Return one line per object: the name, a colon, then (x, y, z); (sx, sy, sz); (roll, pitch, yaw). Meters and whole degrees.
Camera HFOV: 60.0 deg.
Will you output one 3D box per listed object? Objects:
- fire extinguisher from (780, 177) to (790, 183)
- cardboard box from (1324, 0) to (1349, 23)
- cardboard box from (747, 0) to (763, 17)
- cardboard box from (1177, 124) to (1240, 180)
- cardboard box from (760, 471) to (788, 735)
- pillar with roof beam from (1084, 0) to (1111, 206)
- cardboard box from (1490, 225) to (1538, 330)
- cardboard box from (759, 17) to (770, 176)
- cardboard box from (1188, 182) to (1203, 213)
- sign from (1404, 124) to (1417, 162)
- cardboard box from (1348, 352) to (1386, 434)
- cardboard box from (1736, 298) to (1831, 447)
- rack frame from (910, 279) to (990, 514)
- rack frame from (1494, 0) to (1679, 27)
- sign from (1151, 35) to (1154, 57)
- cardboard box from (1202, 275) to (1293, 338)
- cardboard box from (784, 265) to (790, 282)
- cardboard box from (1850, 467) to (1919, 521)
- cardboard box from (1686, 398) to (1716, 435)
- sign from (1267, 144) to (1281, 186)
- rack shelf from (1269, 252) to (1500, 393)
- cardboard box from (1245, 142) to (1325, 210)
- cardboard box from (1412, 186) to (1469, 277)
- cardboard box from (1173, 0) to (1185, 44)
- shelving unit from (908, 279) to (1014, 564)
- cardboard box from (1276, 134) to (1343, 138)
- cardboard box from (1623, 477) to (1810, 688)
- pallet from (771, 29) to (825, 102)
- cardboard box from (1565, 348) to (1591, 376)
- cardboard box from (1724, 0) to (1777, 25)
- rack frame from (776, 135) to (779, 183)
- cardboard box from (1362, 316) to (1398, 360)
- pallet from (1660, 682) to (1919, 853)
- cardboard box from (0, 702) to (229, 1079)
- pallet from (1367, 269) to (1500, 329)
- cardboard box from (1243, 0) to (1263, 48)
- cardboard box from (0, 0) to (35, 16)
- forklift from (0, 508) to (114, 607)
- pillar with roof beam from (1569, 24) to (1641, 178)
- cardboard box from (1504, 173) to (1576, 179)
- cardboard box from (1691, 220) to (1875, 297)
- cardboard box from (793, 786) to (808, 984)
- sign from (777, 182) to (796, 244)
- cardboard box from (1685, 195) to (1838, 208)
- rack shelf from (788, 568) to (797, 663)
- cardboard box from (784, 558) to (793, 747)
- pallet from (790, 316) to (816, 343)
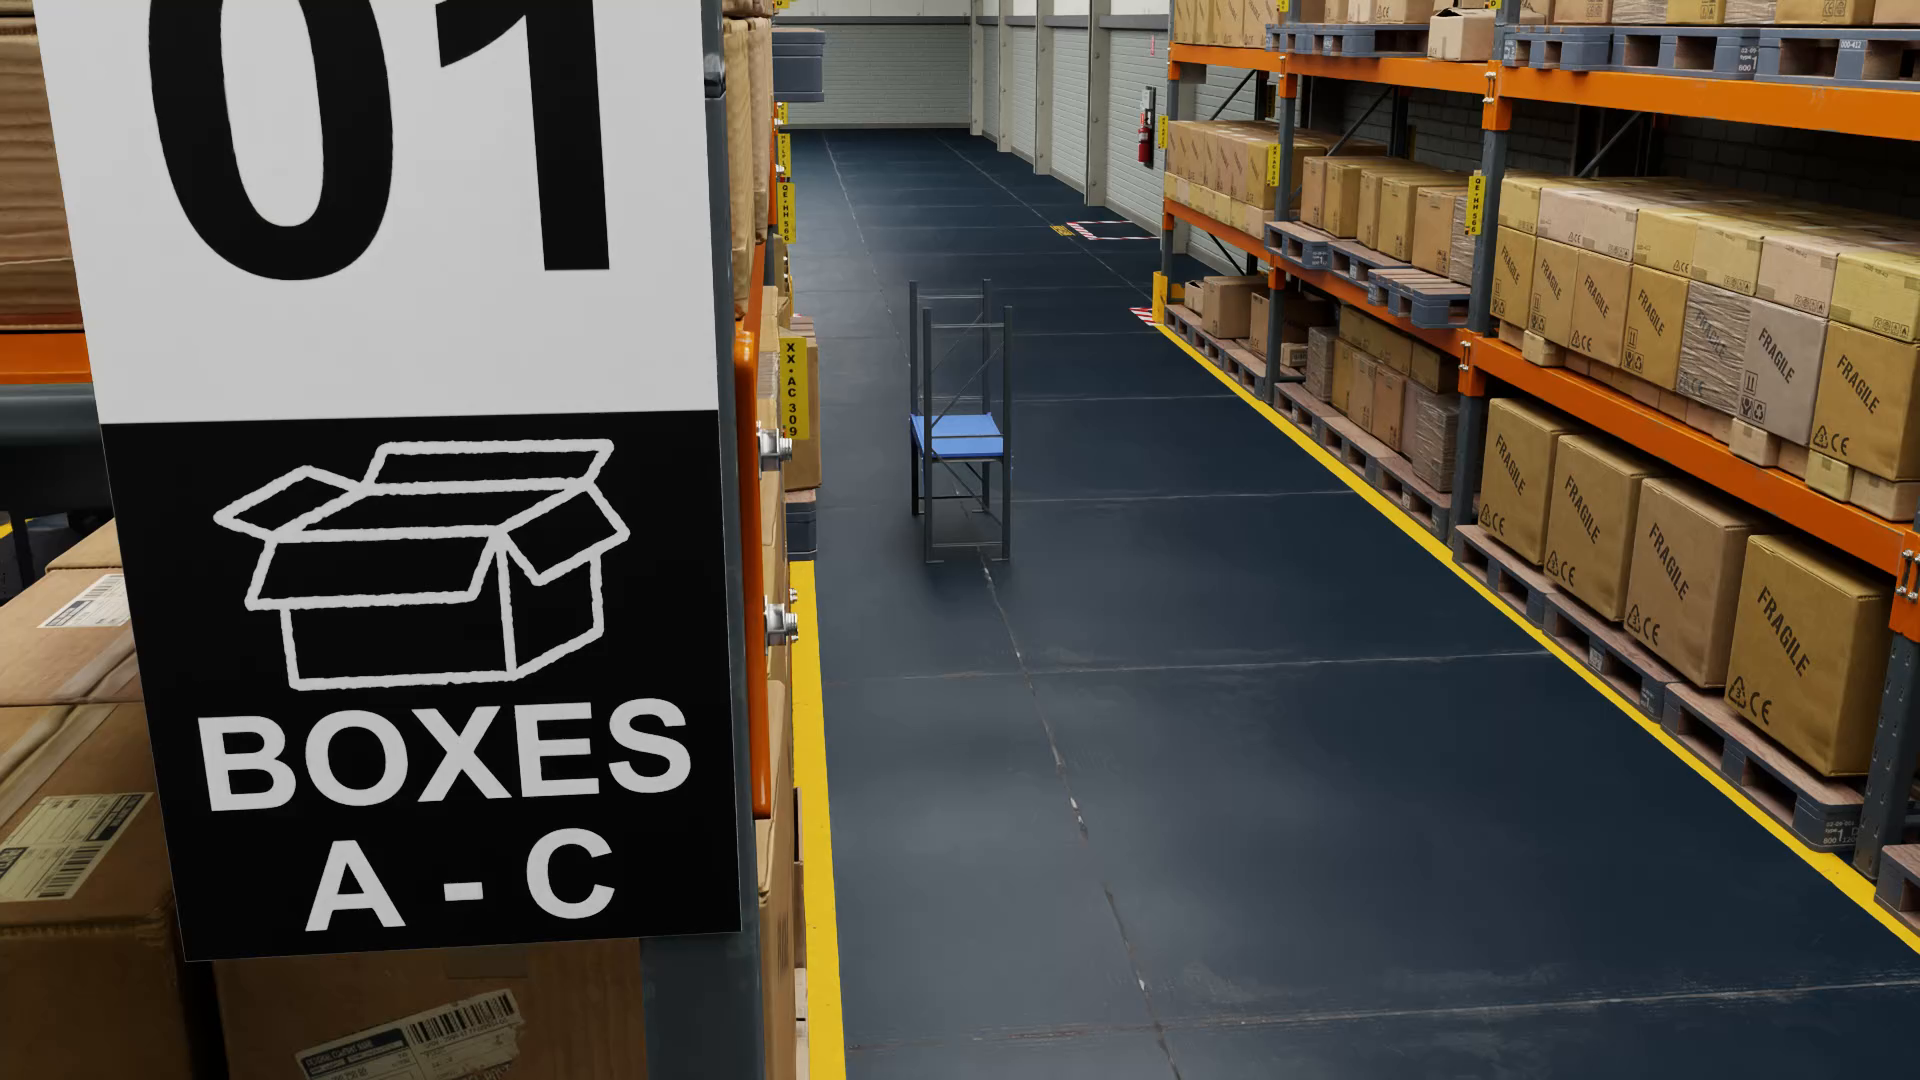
fire extinguisher: (-1.856, -3.632, 16.868); (0.296, 0.674, 0.183); (-2, 18, -6)
cardboard box: (3.010, -4.096, 12.339); (0.500, 0.500, 0.500); (1, 17, 2)
cardboard box: (-0.495, -0.761, 2.001); (0.500, 0.250, 0.500); (-2, 18, -6)
cardboard box: (2.412, -3.770, 16.144); (0.500, 0.500, 0.500); (-2, 18, -5)
cardboard box: (-0.548, 0.178, 2.767); (0.500, 0.500, 0.500); (-2, 17, -5)
pillar with roof beam: (-1.967, -9.896, 26.676); (9.100, 9.000, 0.400); (-2, 18, -6)
cardboard box: (3.241, -1.437, 9.048); (0.500, 0.500, 0.500); (-1, 17, -4)
cardboard box: (-0.548, -0.671, 2.550); (0.500, 0.250, 0.500); (-2, 18, -6)
cardboard box: (2.469, -3.250, 15.739); (0.500, 0.250, 0.500); (-2, 18, -7)
sign: (3.585, -3.152, 13.278); (0.100, 0.325, 0.005); (-2, 18, -6)
cardboard box: (3.241, -1.075, 12.031); (0.700, 0.500, 0.500); (-2, 17, -5)
cardboard box: (3.498, -0.679, 6.635); (0.500, 0.500, 0.500); (-2, 18, -5)
rack frame: (-0.061, -0.892, 10.516); (0.500, 1.500, 0.032); (-2, 18, -6)
rack frame: (3.446, -4.252, 8.698); (1.000, 3.000, 0.127); (-2, 18, -6)
sign: (2.816, -7.228, 24.323); (0.001, 0.298, 0.199); (-2, 18, -6)
cardboard box: (2.687, -2.192, 15.590); (0.700, 0.500, 0.500); (-3, 18, -9)
cardboard box: (-1.733, -2.120, 14.559); (0.500, 0.500, 0.500); (-2, 18, -6)
cardboard box: (3.542, -0.180, 6.129); (0.380, 0.149, 0.250); (-2, 18, -5)
cardboard box: (3.454, -0.560, 7.339); (0.380, 0.149, 0.250); (-2, 18, -7)
sign: (2.494, -2.976, 13.203); (0.100, 0.325, 0.005); (-2, 18, -6)
rack shelf: (3.239, -1.643, 11.603); (1.077, 0.370, 4.000); (-2, 18, -6)
cardboard box: (2.677, -3.009, 13.718); (0.500, 0.500, 0.500); (-2, 18, -6)
cardboard box: (3.303, -1.953, 10.489); (0.700, 0.500, 0.500); (-3, 18, -11)
cardboard box: (2.406, -5.155, 16.380); (0.500, 0.500, 0.500); (-1, 17, -4)
shelving unit: (-0.009, -0.741, 10.033); (0.538, 1.500, 1.048); (-2, 18, -6)
cardboard box: (3.097, -3.327, 14.732); (0.500, 0.500, 0.500); (-1, 17, -4)
cardboard box: (3.567, 0.173, 7.507); (0.750, 0.750, 0.750); (-1, 17, -4)
pallet: (-1.066, -1.582, 5.515); (1.213, 0.211, 1.003); (-2, 18, -6)
cardboard box: (3.358, -0.946, 8.569); (0.380, 0.149, 0.250); (-2, 18, -6)
cardboard box: (3.767, -2.468, 7.120); (0.700, 0.500, 0.500); (-2, 18, -6)
rack frame: (-1.894, -2.428, 12.902); (1.000, 3.000, 0.127); (-2, 18, -6)
cardboard box: (3.232, -1.452, 11.981); (0.500, 0.250, 0.500); (-2, 18, -7)
pallet: (3.704, 0.905, 6.944); (1.003, 0.211, 1.213); (-2, 18, -6)
cardboard box: (-0.975, 0.499, 1.745); (0.500, 0.500, 0.500); (-2, 18, -6)
pallet: (3.266, -1.508, 10.292); (1.213, 0.211, 1.003); (-2, 18, -6)
cardboard box: (2.696, -4.364, 13.862); (0.500, 0.500, 0.500); (-3, 18, -10)
cardboard box: (-0.963, -0.596, 1.475); (0.500, 0.250, 0.500); (-2, 18, -6)
forklift: (-4.720, -0.971, 8.375); (3.031, 2.935, 1.130); (-15, 23, -40)
pillar with roof beam: (-0.110, -4.533, 9.594); (9.100, 9.000, 0.400); (-2, 18, -6)
cardboard box: (3.380, -2.059, 9.743); (0.380, 0.149, 0.250); (-4, 18, -13)
cardboard box: (3.460, -1.191, 7.015); (0.500, 0.250, 0.500); (-1, 17, -5)
cardboard box: (-0.728, 1.099, 5.106); (0.500, 0.500, 0.500); (-2, 18, -6)
sign: (-0.942, -1.770, 9.007); (0.100, 0.325, 0.005); (-2, 18, -6)
cardboard box: (3.850, -1.513, 8.038); (0.500, 0.250, 0.500); (-2, 18, -7)
rack shelf: (-1.275, -0.297, 7.316); (1.077, 0.370, 4.000); (-2, 18, -6)
cardboard box: (-0.652, 0.356, 3.870); (0.500, 0.500, 0.500); (-1, 17, -4)
pallet: (-1.341, -0.945, 8.498); (1.213, 0.211, 1.003); (-2, 18, -6)
